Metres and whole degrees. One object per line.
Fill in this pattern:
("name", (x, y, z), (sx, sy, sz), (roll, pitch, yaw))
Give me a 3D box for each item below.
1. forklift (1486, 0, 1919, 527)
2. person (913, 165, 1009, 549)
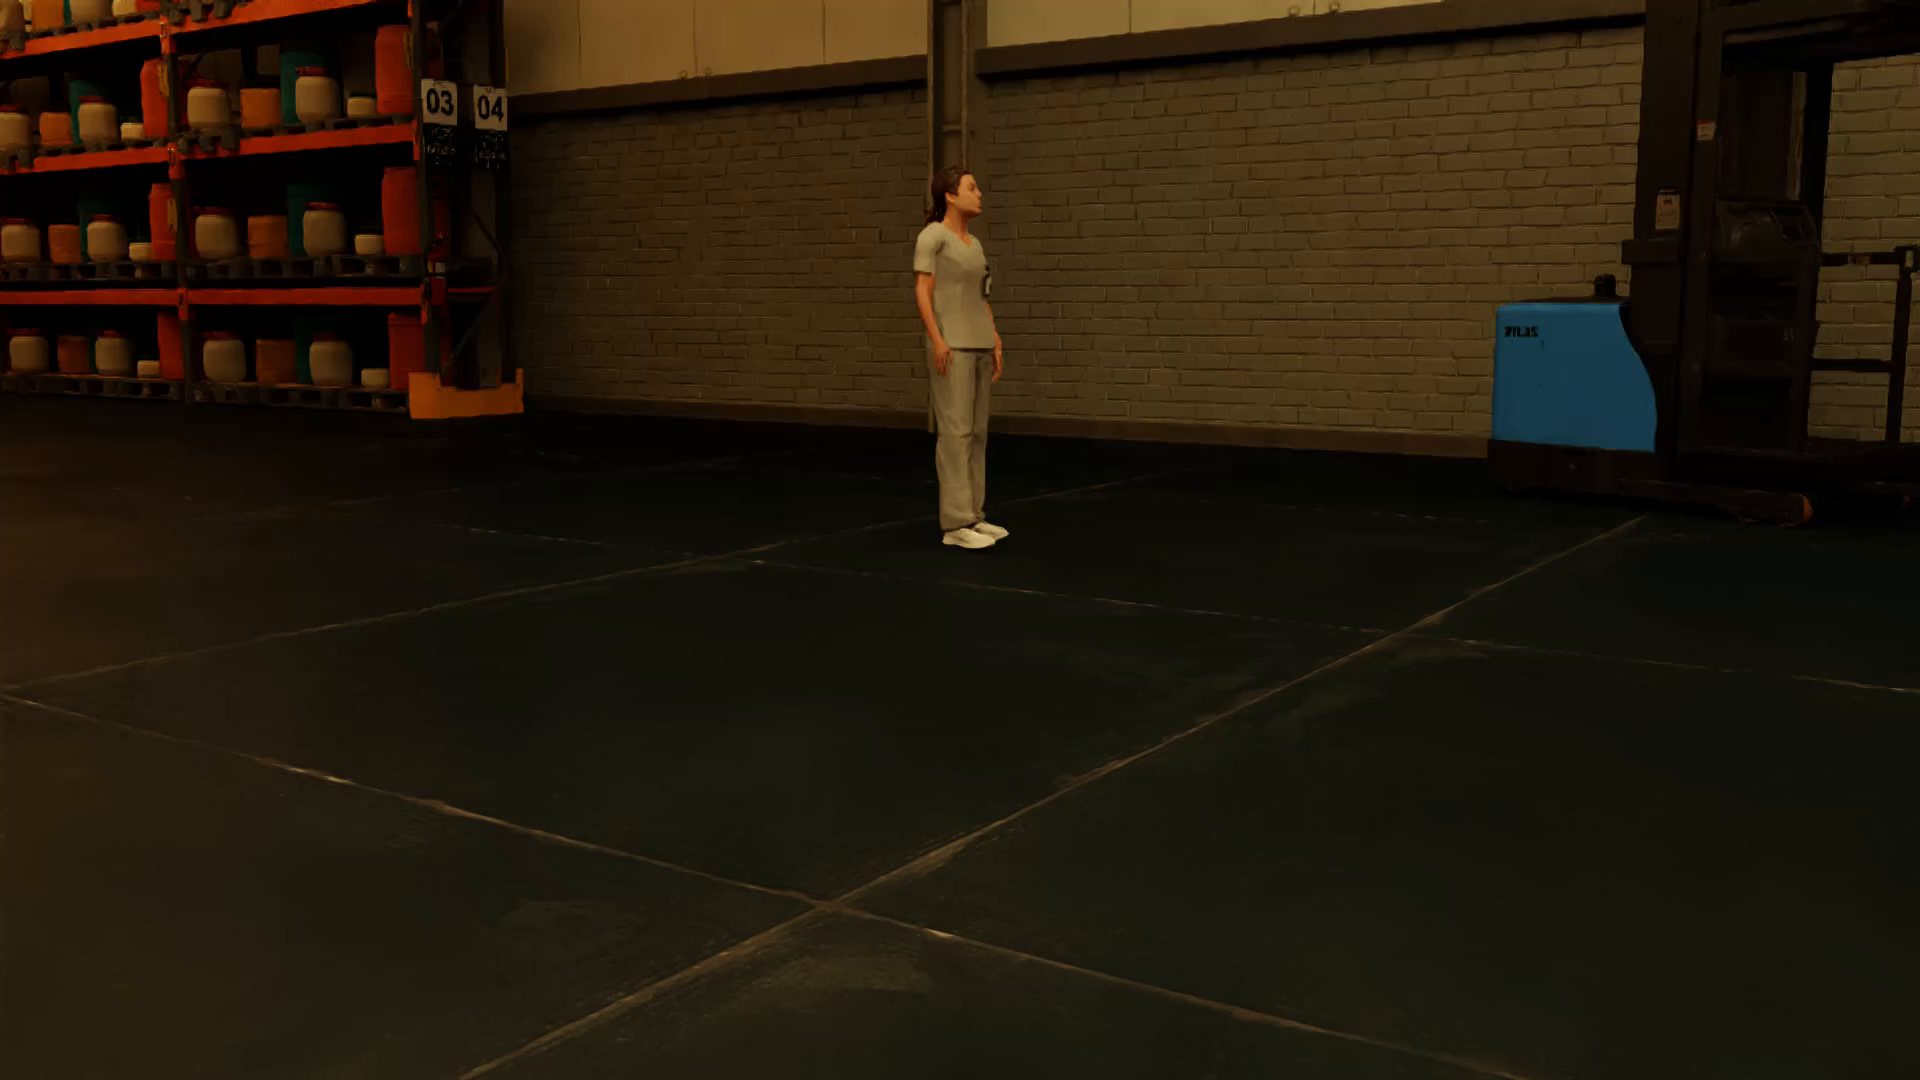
("forklift", (4.266, -1.590, 8.371), (1.130, 2.935, 3.031), (-6, 10, -36))
("person", (0.054, -0.829, 7.433), (0.548, 1.674, 0.550), (5, 10, 34))
